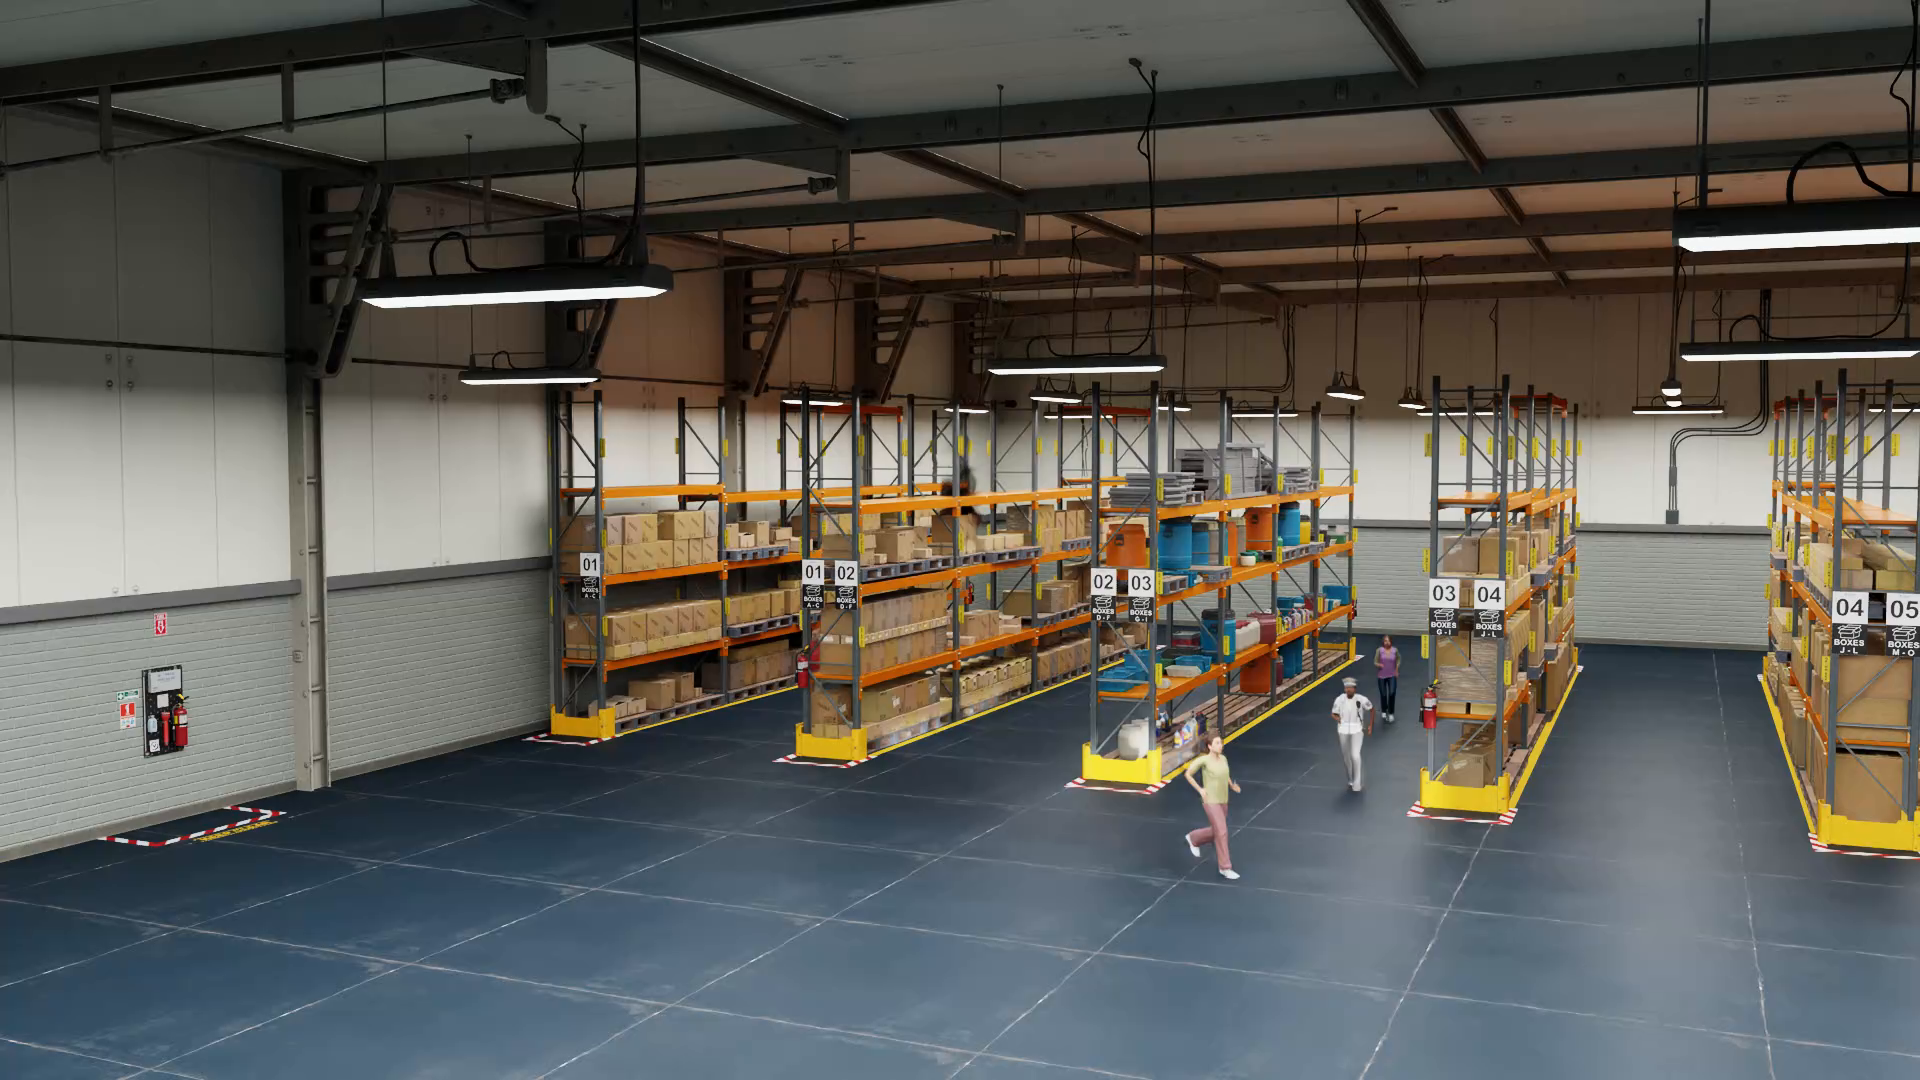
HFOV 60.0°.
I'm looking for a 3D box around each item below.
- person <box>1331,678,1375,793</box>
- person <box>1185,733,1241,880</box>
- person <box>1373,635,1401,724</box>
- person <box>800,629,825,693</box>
[{"bbox_3d":[5.722,2.833,24.289,0.594,1.687,0.757,1,3,25],"label":"person"},{"bbox_3d":[2.983,3.100,19.575,0.579,1.669,0.821,-2,4,-38],"label":"person"},{"bbox_3d":[7.798,2.536,30.360,0.490,1.625,0.711,1,3,15],"label":"person"},{"bbox_3d":[-2.607,2.453,29.959,0.665,1.699,1.010,1,3,17],"label":"person"}]
